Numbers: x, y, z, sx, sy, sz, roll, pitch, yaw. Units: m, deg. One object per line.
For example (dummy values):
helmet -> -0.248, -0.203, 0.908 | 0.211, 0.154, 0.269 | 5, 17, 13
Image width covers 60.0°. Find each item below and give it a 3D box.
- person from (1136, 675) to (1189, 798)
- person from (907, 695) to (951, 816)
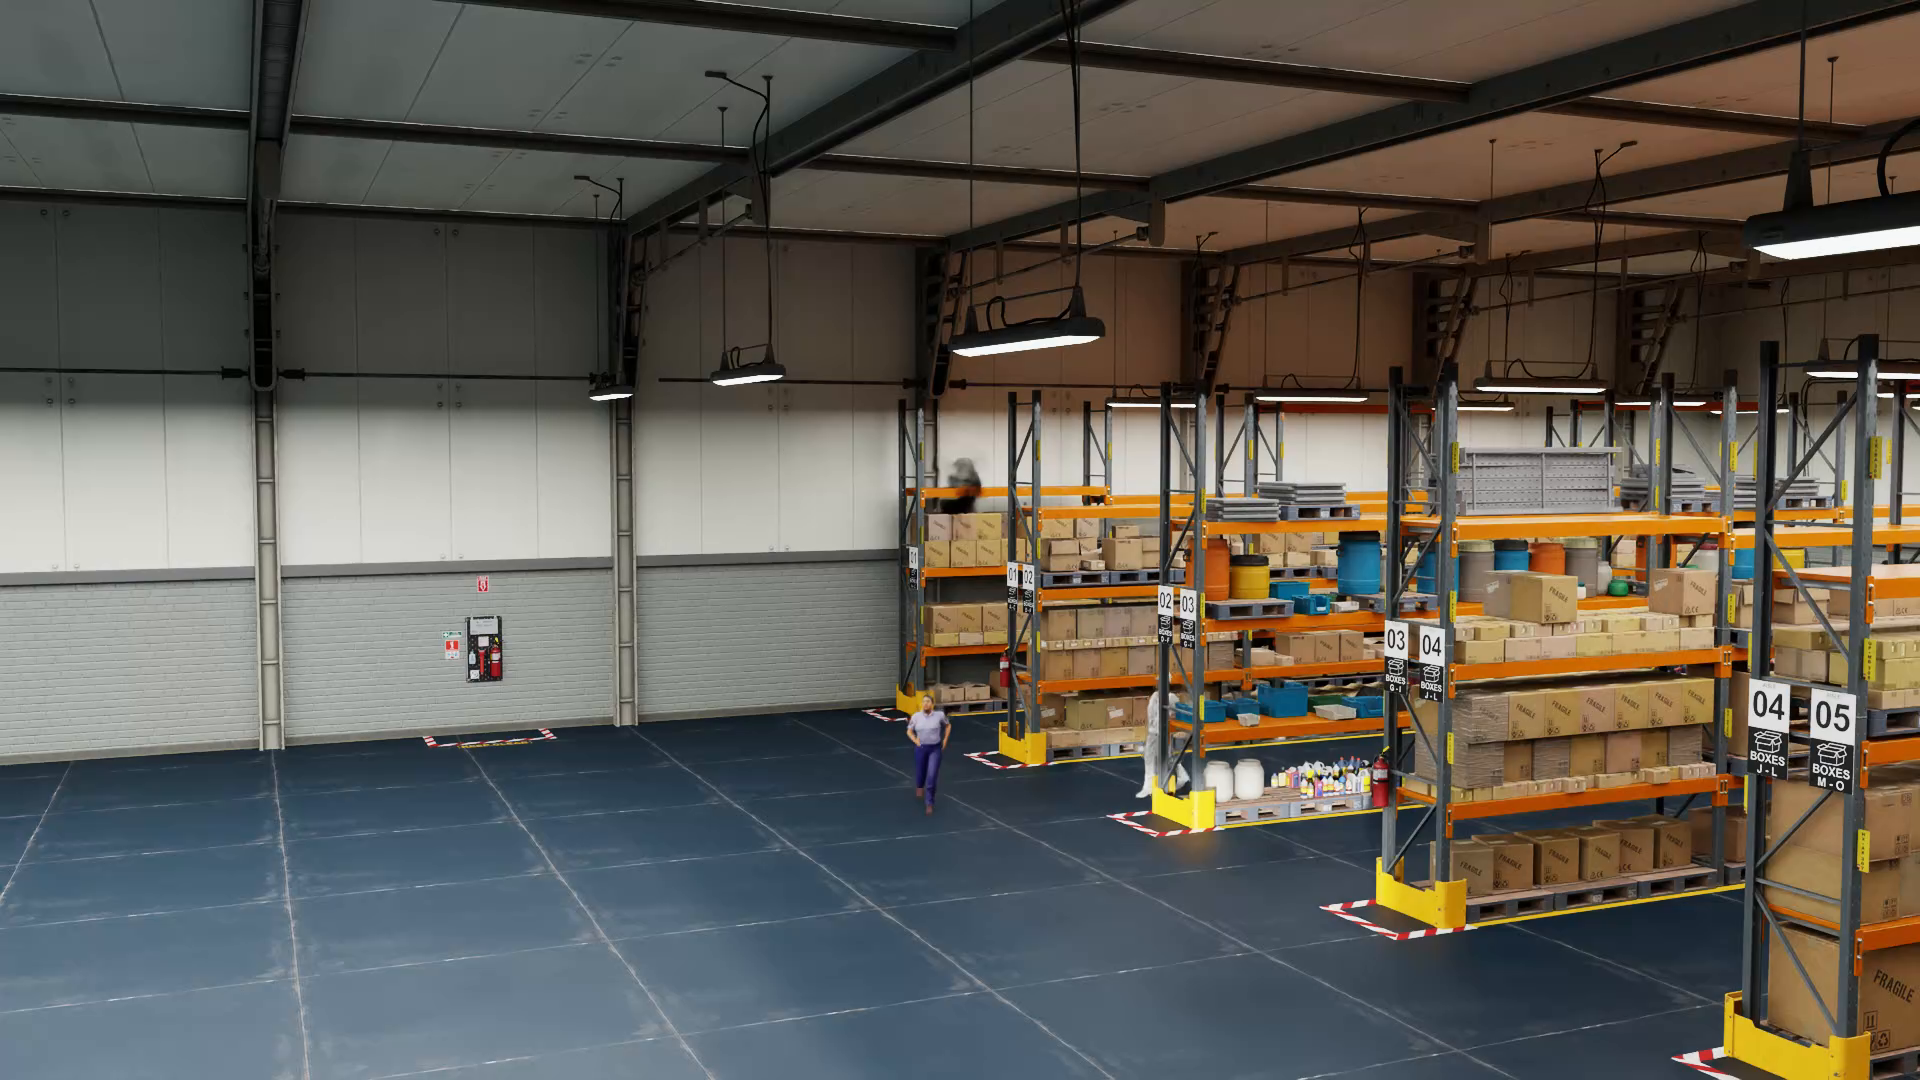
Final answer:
person -> 2.962, 2.836, 24.298 | 0.908, 1.794, 0.681 | -2, 4, -35
person -> -0.433, 2.989, 23.444 | 0.616, 1.649, 0.858 | 0, 3, 4
